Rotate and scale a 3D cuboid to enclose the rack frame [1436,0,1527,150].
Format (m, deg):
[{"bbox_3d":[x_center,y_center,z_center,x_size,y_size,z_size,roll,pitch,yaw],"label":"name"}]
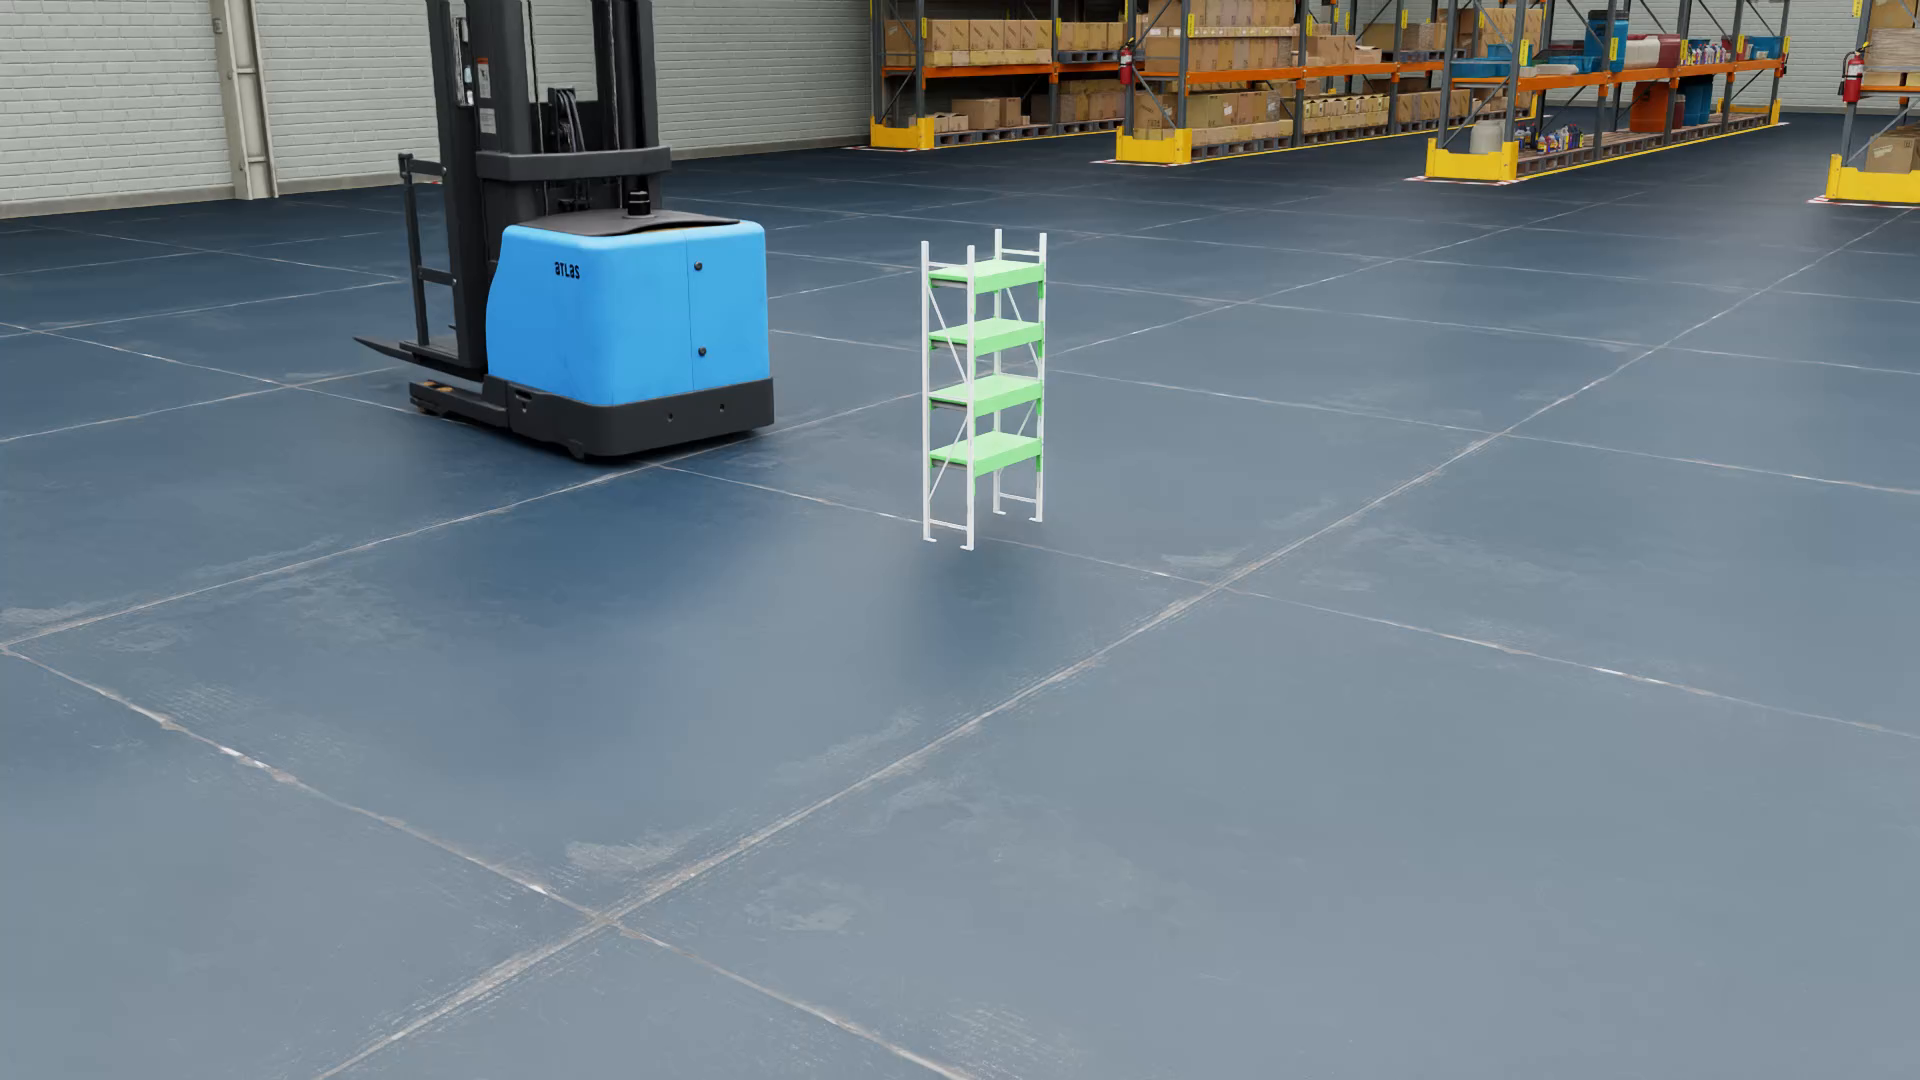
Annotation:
[{"bbox_3d":[6.929,-6.335,22.086,1.000,3.000,0.127,12,21,35],"label":"rack frame"}]

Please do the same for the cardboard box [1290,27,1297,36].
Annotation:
[{"bbox_3d":[5.346,-8.419,27.534,0.380,0.149,0.250,12,21,35],"label":"cardboard box"}]

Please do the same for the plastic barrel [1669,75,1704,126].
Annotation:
[{"bbox_3d":[13.319,-8.096,30.588,0.600,0.901,0.708,12,21,35],"label":"plastic barrel"}]

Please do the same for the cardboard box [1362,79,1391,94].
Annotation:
[{"bbox_3d":[8.119,-8.769,32.134,0.500,0.250,0.500,13,22,37],"label":"cardboard box"}]

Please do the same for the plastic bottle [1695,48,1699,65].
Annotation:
[{"bbox_3d":[12.938,-8.498,29.247,0.061,0.283,0.133,12,21,35],"label":"plastic bottle"}]

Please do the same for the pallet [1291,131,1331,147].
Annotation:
[{"bbox_3d":[5.744,-7.015,28.976,1.003,0.211,1.213,12,21,35],"label":"pallet"}]

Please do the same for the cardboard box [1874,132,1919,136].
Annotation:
[{"bbox_3d":[11.621,-4.761,20.523,0.500,0.500,0.500,-13,22,-36],"label":"cardboard box"}]

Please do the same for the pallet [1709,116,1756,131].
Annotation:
[{"bbox_3d":[15.212,-8.335,33.229,1.003,0.211,1.213,12,21,35],"label":"pallet"}]

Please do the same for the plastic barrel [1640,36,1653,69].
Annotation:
[{"bbox_3d":[11.003,-7.911,26.971,0.421,0.512,0.421,0,17,0],"label":"plastic barrel"}]

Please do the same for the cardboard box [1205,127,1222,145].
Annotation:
[{"bbox_3d":[3.746,-6.307,25.923,0.500,0.250,0.500,12,21,35],"label":"cardboard box"}]

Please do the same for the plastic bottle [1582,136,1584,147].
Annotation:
[{"bbox_3d":[9.346,-6.020,25.048,0.097,0.201,0.097,0,17,0],"label":"plastic bottle"}]

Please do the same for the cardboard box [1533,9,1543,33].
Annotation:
[{"bbox_3d":[12.442,-11.393,36.518,0.500,0.500,0.500,12,21,34],"label":"cardboard box"}]

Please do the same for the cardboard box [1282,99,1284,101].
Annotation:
[{"bbox_3d":[5.347,-7.466,28.711,0.500,0.311,0.500,12,21,35],"label":"cardboard box"}]

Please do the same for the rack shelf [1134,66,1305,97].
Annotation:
[{"bbox_3d":[4.145,-7.344,26.548,1.077,0.370,4.000,12,21,35],"label":"rack shelf"}]

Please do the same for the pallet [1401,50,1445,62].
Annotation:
[{"bbox_3d":[8.875,-9.489,32.566,1.003,0.211,1.213,12,21,35],"label":"pallet"}]

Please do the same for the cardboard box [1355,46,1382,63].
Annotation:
[{"bbox_3d":[7.468,-8.995,30.802,0.500,0.311,0.500,14,22,38],"label":"cardboard box"}]

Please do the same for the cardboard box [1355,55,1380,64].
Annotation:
[{"bbox_3d":[7.406,-8.734,30.233,0.380,0.149,0.250,12,21,35],"label":"cardboard box"}]

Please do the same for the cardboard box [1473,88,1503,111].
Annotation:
[{"bbox_3d":[11.218,-9.536,35.860,0.797,0.503,0.637,12,21,35],"label":"cardboard box"}]

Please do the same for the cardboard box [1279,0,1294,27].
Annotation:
[{"bbox_3d":[5.077,-8.724,27.424,0.700,0.500,0.500,13,21,35],"label":"cardboard box"}]

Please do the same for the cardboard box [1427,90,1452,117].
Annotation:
[{"bbox_3d":[9.439,-8.682,33.116,0.500,0.500,0.500,13,21,35],"label":"cardboard box"}]

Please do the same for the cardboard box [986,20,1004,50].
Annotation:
[{"bbox_3d":[0.412,-8.805,28.995,0.500,0.500,0.500,13,22,36],"label":"cardboard box"}]

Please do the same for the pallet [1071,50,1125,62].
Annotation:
[{"bbox_3d":[2.592,-9.421,32.346,1.003,0.211,1.213,12,21,35],"label":"pallet"}]

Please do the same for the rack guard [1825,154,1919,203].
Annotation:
[{"bbox_3d":[10.952,-4.284,19.696,1.175,0.500,0.348,12,21,35],"label":"rack guard"}]

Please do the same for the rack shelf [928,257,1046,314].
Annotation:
[{"bbox_3d":[0.099,-1.010,6.569,0.258,0.148,0.480,12,21,35],"label":"rack shelf"}]

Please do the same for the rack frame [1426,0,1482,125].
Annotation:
[{"bbox_3d":[10.103,-10.069,34.111,1.000,3.000,0.127,12,21,35],"label":"rack frame"}]

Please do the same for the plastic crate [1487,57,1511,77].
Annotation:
[{"bbox_3d":[7.378,-6.590,23.157,0.499,0.251,0.408,12,21,35],"label":"plastic crate"}]

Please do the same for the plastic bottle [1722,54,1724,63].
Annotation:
[{"bbox_3d":[14.056,-8.915,30.728,0.097,0.201,0.097,0,17,0],"label":"plastic bottle"}]

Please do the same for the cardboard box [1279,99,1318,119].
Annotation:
[{"bbox_3d":[5.783,-7.374,28.413,0.500,0.311,0.500,13,21,35],"label":"cardboard box"}]

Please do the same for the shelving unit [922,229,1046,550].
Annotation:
[{"bbox_3d":[0.099,-0.612,6.693,0.258,1.200,0.503,12,21,35],"label":"shelving unit"}]

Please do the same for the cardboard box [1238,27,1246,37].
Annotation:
[{"bbox_3d":[4.276,-7.990,26.153,0.380,0.149,0.250,13,21,35],"label":"cardboard box"}]

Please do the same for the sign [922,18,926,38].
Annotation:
[{"bbox_3d":[-0.592,-8.403,27.286,0.100,0.325,0.005,12,21,35],"label":"sign"}]

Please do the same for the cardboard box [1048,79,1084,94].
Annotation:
[{"bbox_3d":[2.041,-8.697,31.899,0.500,0.250,0.500,12,21,34],"label":"cardboard box"}]

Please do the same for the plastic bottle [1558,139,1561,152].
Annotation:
[{"bbox_3d":[8.705,-5.764,24.222,0.097,0.201,0.097,0,17,0],"label":"plastic bottle"}]

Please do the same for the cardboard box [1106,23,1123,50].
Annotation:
[{"bbox_3d":[2.743,-9.835,32.445,0.700,0.500,0.500,12,21,35],"label":"cardboard box"}]

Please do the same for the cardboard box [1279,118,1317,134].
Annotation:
[{"bbox_3d":[5.776,-7.104,28.489,0.500,0.250,0.500,12,21,33],"label":"cardboard box"}]

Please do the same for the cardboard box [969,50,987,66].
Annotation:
[{"bbox_3d":[0.124,-8.330,28.730,0.500,0.250,0.500,12,21,34],"label":"cardboard box"}]

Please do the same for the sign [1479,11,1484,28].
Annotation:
[{"bbox_3d":[10.551,-10.525,33.626,0.100,0.325,0.005,12,21,35],"label":"sign"}]

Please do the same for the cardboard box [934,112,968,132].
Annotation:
[{"bbox_3d":[-0.203,-7.296,28.973,0.500,0.311,0.500,15,22,39],"label":"cardboard box"}]

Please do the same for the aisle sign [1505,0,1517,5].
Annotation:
[{"bbox_3d":[12.291,-12.332,37.013,0.394,0.787,0.004,12,21,35],"label":"aisle sign"}]

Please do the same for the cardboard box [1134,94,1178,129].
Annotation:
[{"bbox_3d":[3.033,-6.637,25.722,0.500,0.500,0.500,12,21,35],"label":"cardboard box"}]

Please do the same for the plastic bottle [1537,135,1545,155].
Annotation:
[{"bbox_3d":[8.259,-5.619,23.639,0.097,0.271,0.097,0,17,0],"label":"plastic bottle"}]

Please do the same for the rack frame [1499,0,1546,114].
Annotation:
[{"bbox_3d":[12.486,-11.022,37.179,1.000,3.000,0.127,12,21,35],"label":"rack frame"}]

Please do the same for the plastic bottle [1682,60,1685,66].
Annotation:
[{"bbox_3d":[12.445,-8.301,28.613,0.061,0.283,0.133,12,21,35],"label":"plastic bottle"}]

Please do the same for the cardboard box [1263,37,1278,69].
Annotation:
[{"bbox_3d":[4.768,-7.978,27.208,0.700,0.500,0.500,12,21,34],"label":"cardboard box"}]

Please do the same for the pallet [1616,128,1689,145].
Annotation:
[{"bbox_3d":[12.132,-7.104,29.264,1.003,0.211,1.213,12,21,35],"label":"pallet"}]

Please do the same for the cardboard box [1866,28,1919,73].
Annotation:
[{"bbox_3d":[11.256,-5.776,19.615,0.875,0.500,0.500,12,21,35],"label":"cardboard box"}]

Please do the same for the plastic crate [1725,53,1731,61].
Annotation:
[{"bbox_3d":[14.471,-9.181,31.595,0.396,0.136,0.243,12,21,35],"label":"plastic crate"}]

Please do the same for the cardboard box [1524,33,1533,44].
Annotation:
[{"bbox_3d":[12.132,-10.791,36.266,0.500,0.500,0.500,13,21,35],"label":"cardboard box"}]

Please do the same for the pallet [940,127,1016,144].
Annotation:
[{"bbox_3d":[0.257,-7.249,29.730,1.003,0.211,1.213,12,21,35],"label":"pallet"}]

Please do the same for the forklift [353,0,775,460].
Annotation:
[{"bbox_3d":[-2.320,-2.139,8.690,1.130,2.935,3.031,-16,23,-41],"label":"forklift"}]

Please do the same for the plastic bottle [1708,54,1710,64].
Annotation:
[{"bbox_3d":[13.458,-8.676,29.958,0.097,0.201,0.097,0,17,0],"label":"plastic bottle"}]

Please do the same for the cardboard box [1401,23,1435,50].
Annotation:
[{"bbox_3d":[8.703,-9.719,32.106,0.500,0.500,0.700,-15,23,-40],"label":"cardboard box"}]

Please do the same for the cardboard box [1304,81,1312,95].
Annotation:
[{"bbox_3d":[7.871,-10.600,39.326,0.700,0.500,0.500,12,21,35],"label":"cardboard box"}]

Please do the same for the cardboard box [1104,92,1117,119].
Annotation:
[{"bbox_3d":[2.678,-8.601,32.857,0.700,0.500,0.500,12,21,34],"label":"cardboard box"}]

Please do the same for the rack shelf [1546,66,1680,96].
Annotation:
[{"bbox_3d":[10.504,-7.421,26.794,1.077,0.370,4.000,12,21,35],"label":"rack shelf"}]

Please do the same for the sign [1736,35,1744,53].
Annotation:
[{"bbox_3d":[14.519,-9.228,30.934,0.100,0.325,0.005,12,21,35],"label":"sign"}]

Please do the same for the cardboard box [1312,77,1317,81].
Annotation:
[{"bbox_3d":[8.239,-10.966,39.411,0.380,0.149,0.250,12,21,34],"label":"cardboard box"}]
